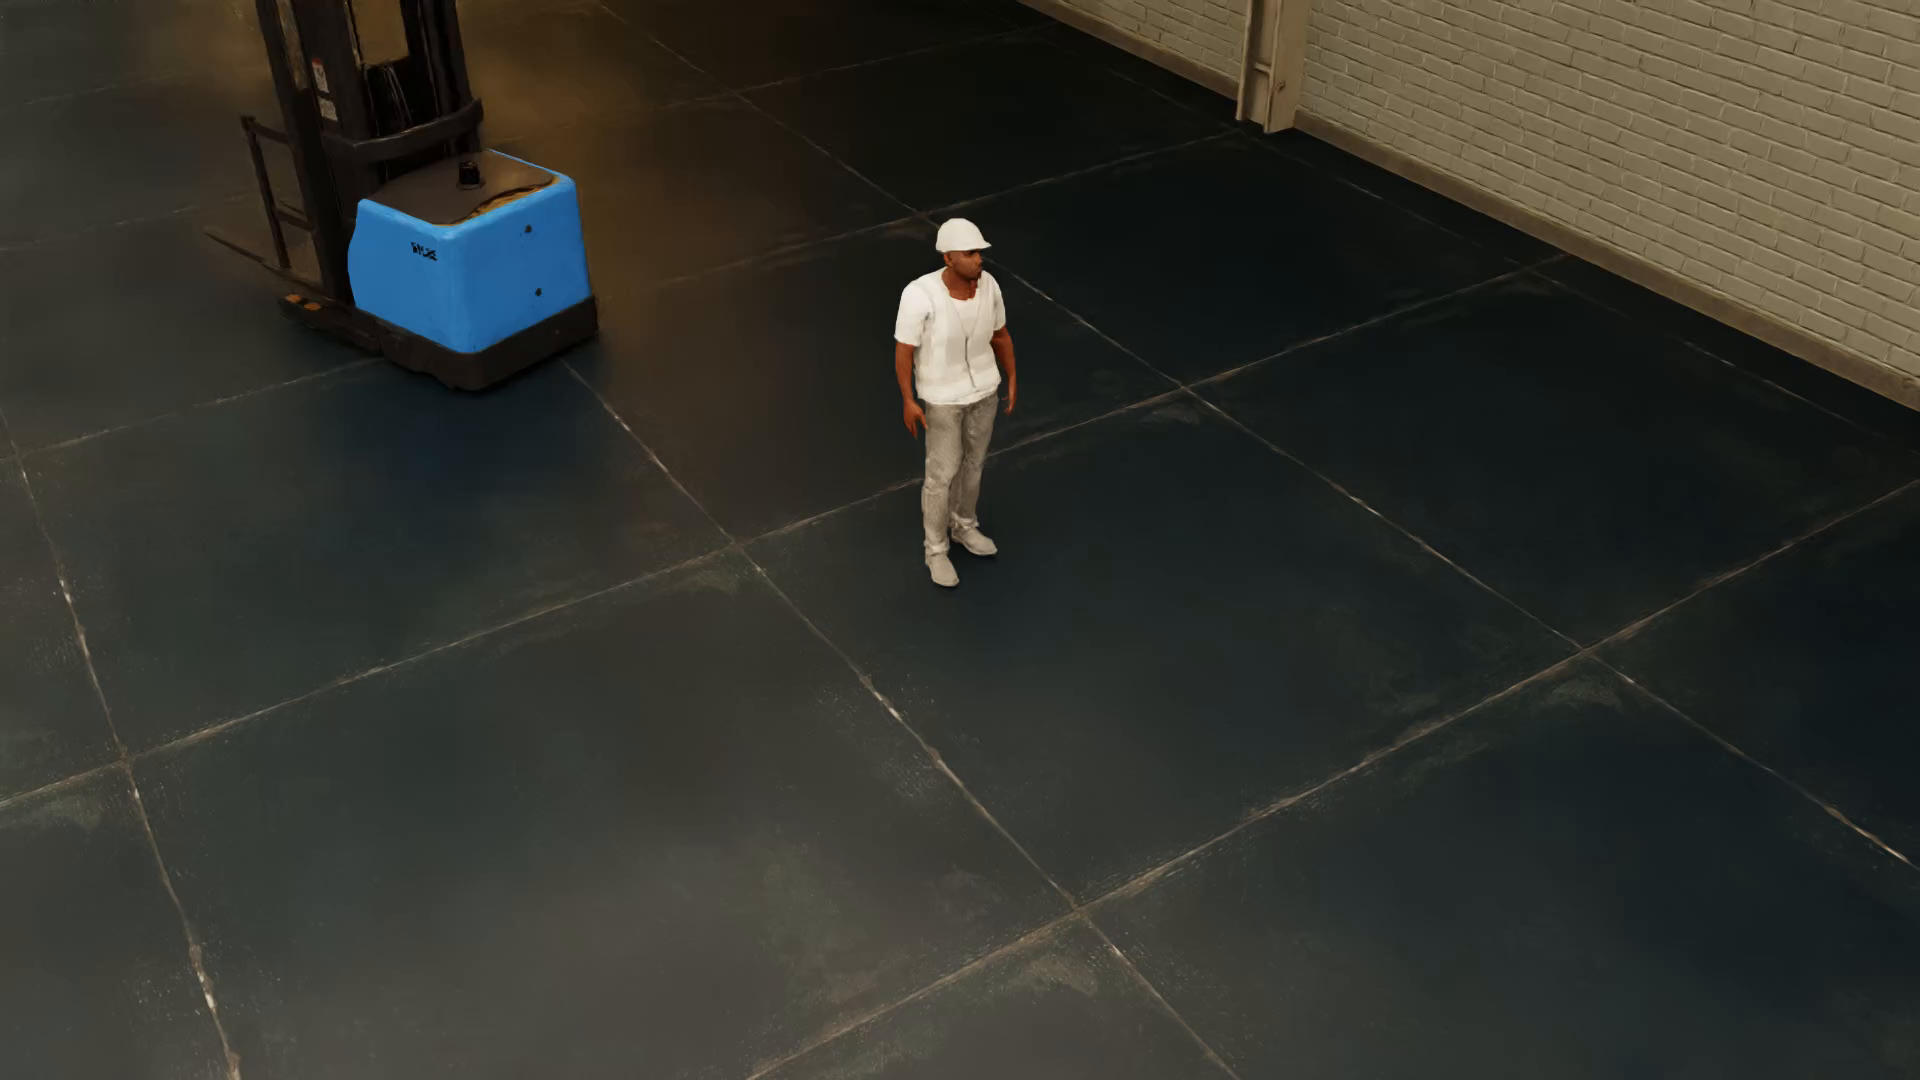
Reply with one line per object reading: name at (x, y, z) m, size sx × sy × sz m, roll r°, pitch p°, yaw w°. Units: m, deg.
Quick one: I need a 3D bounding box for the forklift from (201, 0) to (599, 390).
forklift at (-3.759, -2.766, 10.085) m, size 3.031 × 2.935 × 1.130 m, roll 23°, pitch 41°, yaw 29°

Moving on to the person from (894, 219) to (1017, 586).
person at (0.033, -0.693, 8.135) m, size 0.665 × 1.766 × 0.576 m, roll -21°, pitch 40°, yaw -27°
